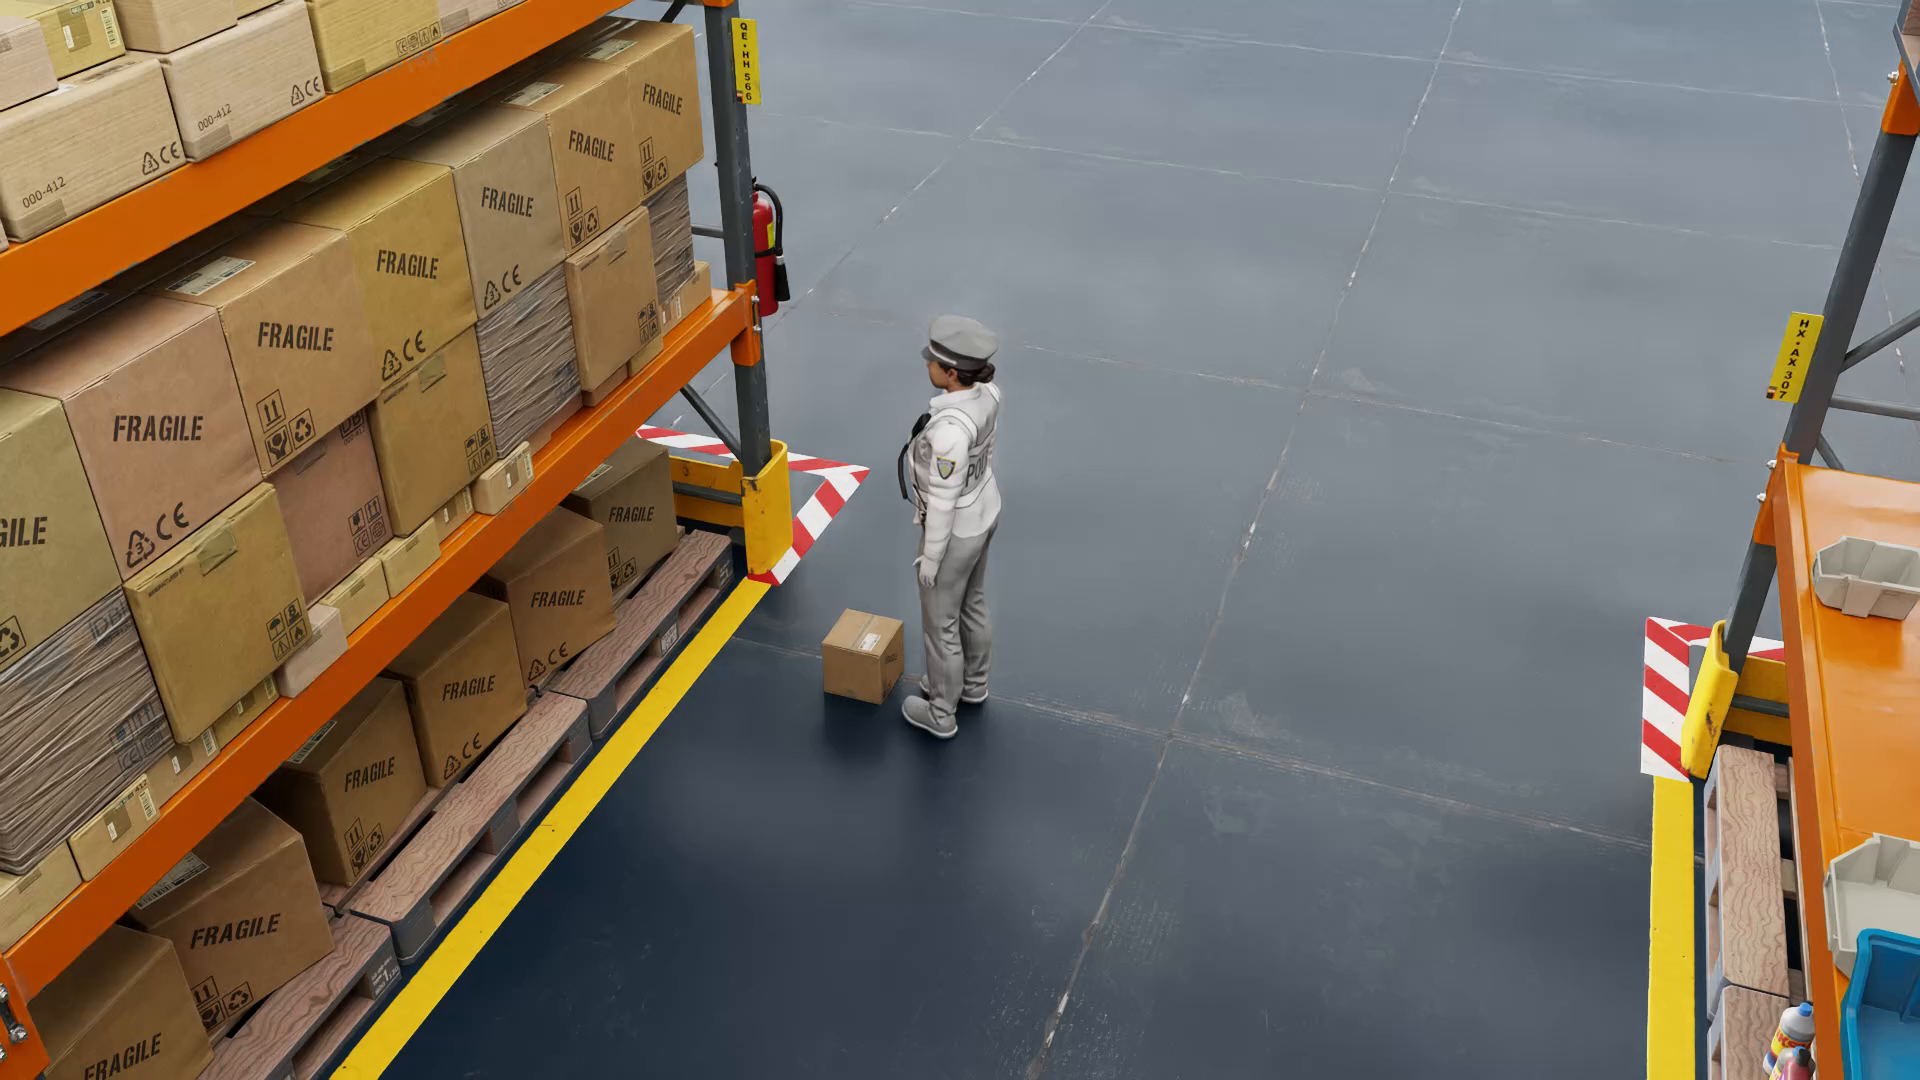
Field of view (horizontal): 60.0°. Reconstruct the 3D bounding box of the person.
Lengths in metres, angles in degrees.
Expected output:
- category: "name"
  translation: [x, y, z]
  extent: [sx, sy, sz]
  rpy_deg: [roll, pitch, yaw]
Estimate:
- category: "person"
  translation: [-0.031, -0.054, 6.197]
  extent: [0.345, 1.684, 0.500]
  rpy_deg: [11, 35, 16]
